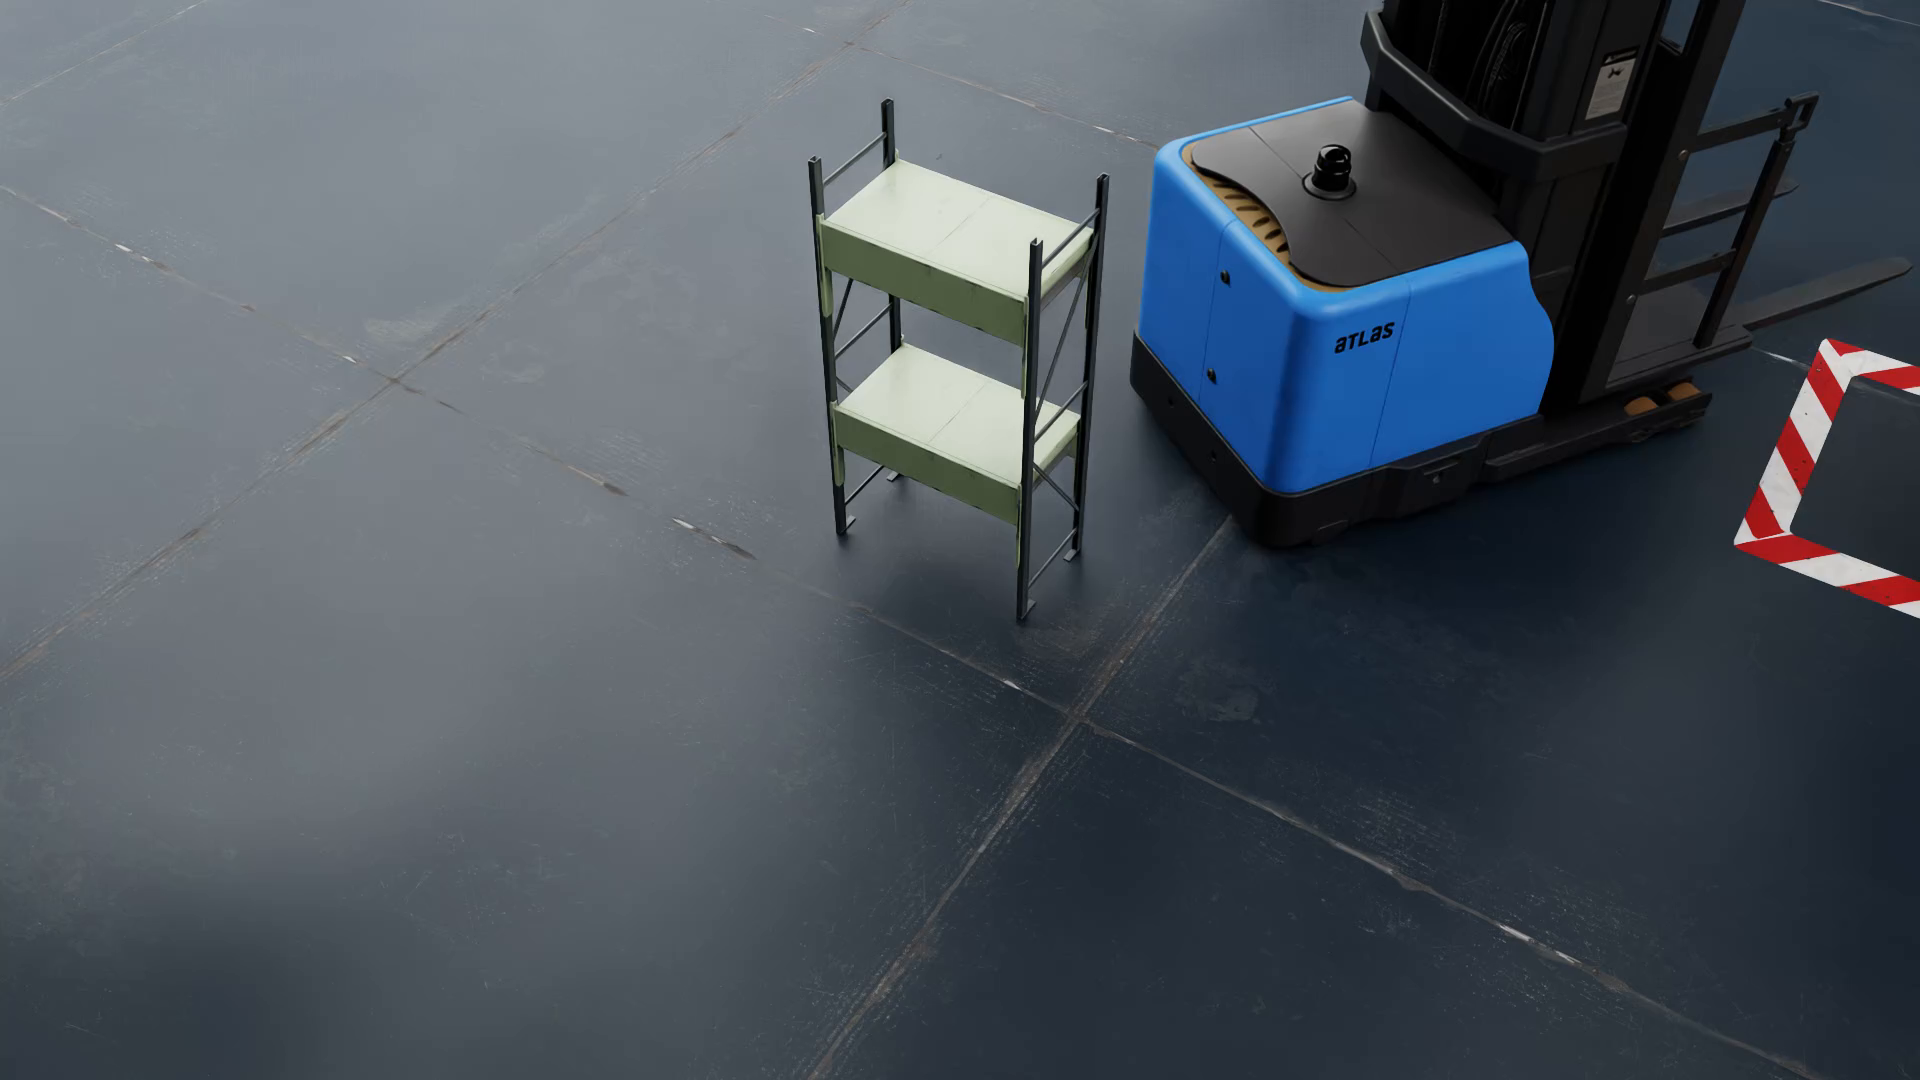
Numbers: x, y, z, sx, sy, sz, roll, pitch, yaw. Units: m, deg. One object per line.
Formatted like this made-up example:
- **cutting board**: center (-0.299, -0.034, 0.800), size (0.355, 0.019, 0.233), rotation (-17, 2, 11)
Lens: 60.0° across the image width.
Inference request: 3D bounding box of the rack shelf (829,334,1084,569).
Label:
- **rack shelf**: center (-0.006, -0.298, 5.448), size (0.720, 0.370, 0.431), rotation (25, 51, 22)

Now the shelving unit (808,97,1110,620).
- **shelving unit**: center (-0.006, -0.525, 5.215), size (0.755, 1.500, 0.431), rotation (25, 51, 22)

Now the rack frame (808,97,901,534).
- **rack frame**: center (-0.314, -0.667, 5.352), size (0.023, 1.500, 0.400), rotation (25, 51, 22)

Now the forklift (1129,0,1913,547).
- **forklift**: center (2.197, -1.709, 5.367), size (3.031, 2.935, 1.130), rotation (-18, 48, -17)

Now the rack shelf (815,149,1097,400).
- **rack shelf**: center (-0.006, -0.797, 4.935), size (0.720, 0.370, 0.431), rotation (25, 51, 22)

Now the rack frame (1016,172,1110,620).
- **rack frame**: center (0.302, -0.384, 5.077), size (0.023, 1.500, 0.400), rotation (25, 51, 22)
